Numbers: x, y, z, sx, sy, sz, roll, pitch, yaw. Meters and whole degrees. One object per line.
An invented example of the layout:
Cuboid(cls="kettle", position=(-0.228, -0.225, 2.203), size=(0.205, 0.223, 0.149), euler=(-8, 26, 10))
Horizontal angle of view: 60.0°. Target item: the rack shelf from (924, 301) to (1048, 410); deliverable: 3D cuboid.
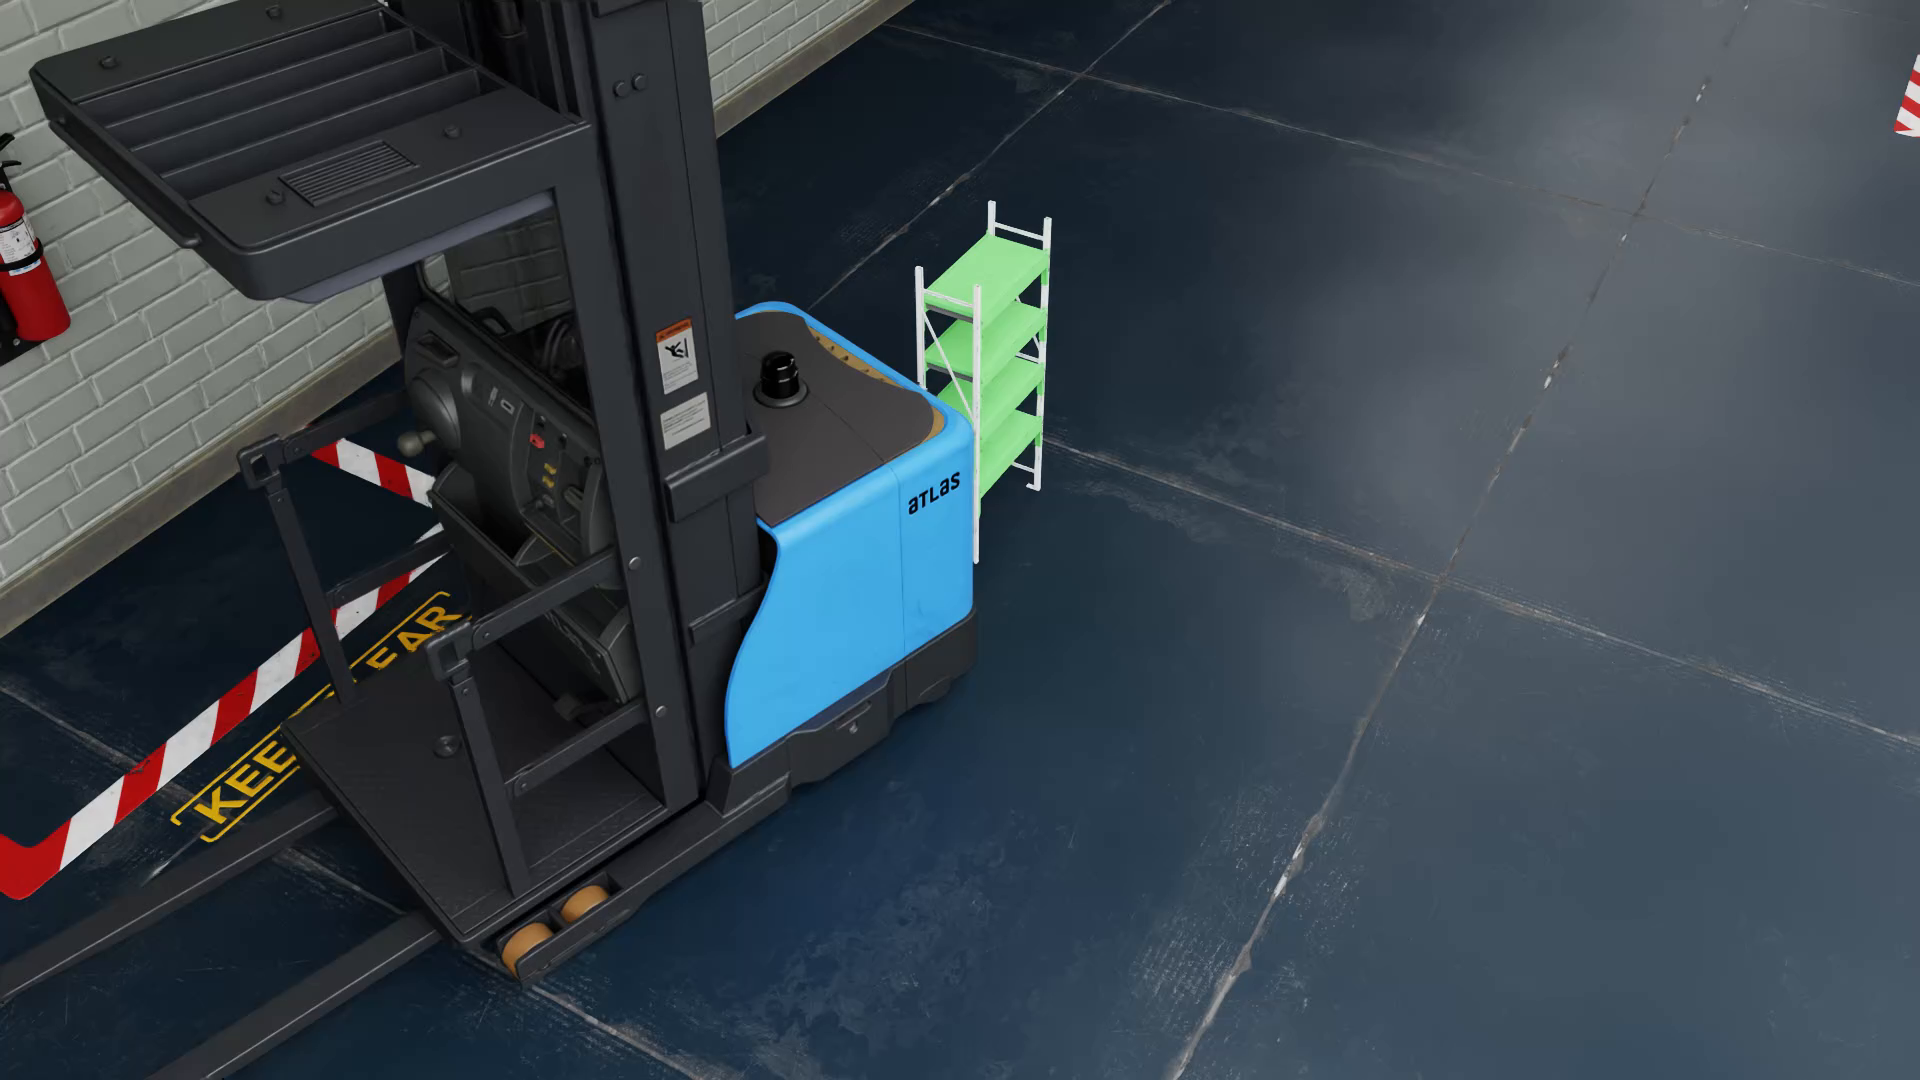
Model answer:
Cuboid(cls="rack shelf", position=(0.083, -0.677, 5.845), size=(0.258, 0.148, 0.480), euler=(21, 45, 22))

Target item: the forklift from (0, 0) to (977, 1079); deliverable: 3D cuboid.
Cuboid(cls="forklift", position=(-1.363, -0.220, 4.282), size=(3.031, 2.935, 1.130), euler=(-32, 50, -31))

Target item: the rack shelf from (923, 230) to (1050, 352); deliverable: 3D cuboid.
Cuboid(cls="rack shelf", position=(0.083, -0.857, 5.686), size=(0.258, 0.148, 0.480), euler=(21, 45, 22))

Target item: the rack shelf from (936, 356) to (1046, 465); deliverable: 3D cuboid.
Cuboid(cls="rack shelf", position=(0.083, -0.497, 6.003), size=(0.258, 0.148, 0.480), euler=(21, 45, 22))

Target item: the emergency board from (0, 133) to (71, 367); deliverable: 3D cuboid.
Cuboid(cls="emergency board", position=(-3.125, -0.966, 5.078), size=(0.194, 1.169, 0.643), euler=(21, 45, 22))

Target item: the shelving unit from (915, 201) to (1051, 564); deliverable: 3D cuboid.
Cuboid(cls="shelving unit", position=(0.083, -0.545, 5.961), size=(0.258, 1.200, 0.503), euler=(21, 45, 22))

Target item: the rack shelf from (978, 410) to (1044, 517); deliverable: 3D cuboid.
Cuboid(cls="rack shelf", position=(0.083, -0.317, 6.162), size=(0.258, 0.148, 0.480), euler=(21, 45, 22))

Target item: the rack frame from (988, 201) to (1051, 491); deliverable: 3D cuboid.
Cuboid(cls="rack frame", position=(0.205, -0.685, 6.120), size=(0.240, 1.200, 0.015), euler=(21, 45, 22))

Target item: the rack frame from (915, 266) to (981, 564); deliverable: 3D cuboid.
Cuboid(cls="rack frame", position=(-0.039, -0.405, 5.802), size=(0.240, 1.200, 0.015), euler=(21, 45, 22))
